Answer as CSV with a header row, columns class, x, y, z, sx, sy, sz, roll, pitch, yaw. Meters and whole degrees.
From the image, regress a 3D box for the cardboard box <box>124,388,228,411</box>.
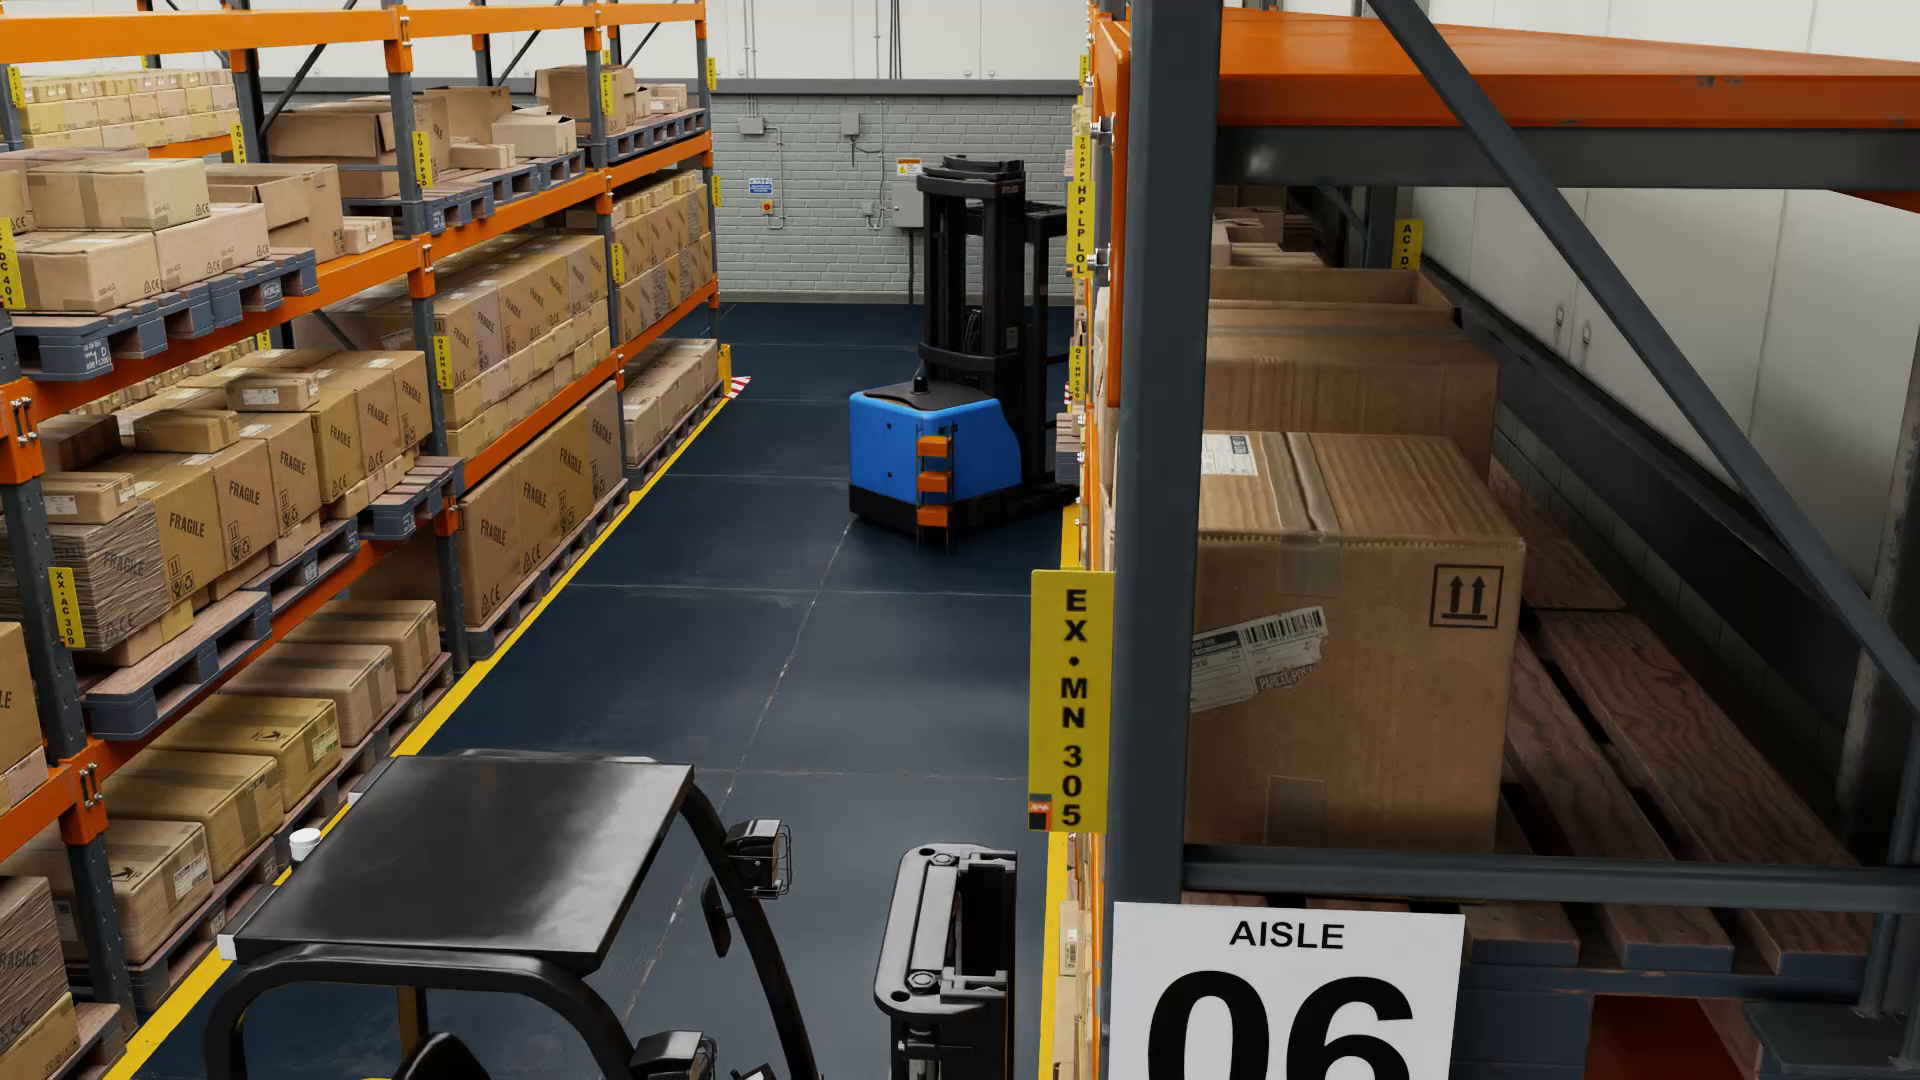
class,x,y,z,sx,sy,sz,roll,pitch,yaw
cardboard box,-4.032,-0.506,8.838,0.500,0.500,0.500,2,18,5

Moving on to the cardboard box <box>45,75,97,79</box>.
class,x,y,z,sx,sy,sz,roll,pitch,yaw
cardboard box,-8.469,-4.347,15.853,0.380,0.149,0.250,2,18,6

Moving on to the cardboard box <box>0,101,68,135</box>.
class,x,y,z,sx,sy,sz,roll,pitch,yaw
cardboard box,-8.091,-3.637,14.325,0.500,0.250,0.500,2,18,6

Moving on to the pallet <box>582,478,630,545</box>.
class,x,y,z,sx,sy,sz,roll,pitch,yaw
pallet,-3.401,-0.255,13.864,1.003,0.211,1.213,1,18,4

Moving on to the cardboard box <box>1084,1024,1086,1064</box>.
class,x,y,z,sx,sy,sz,roll,pitch,yaw
cardboard box,0.483,1.146,3.906,0.380,0.149,0.250,1,18,4

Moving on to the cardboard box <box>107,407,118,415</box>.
class,x,y,z,sx,sy,sz,roll,pitch,yaw
cardboard box,-8.110,-1.150,15.541,0.380,0.149,0.250,1,18,4

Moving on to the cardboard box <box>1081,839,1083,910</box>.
class,x,y,z,sx,sy,sz,roll,pitch,yaw
cardboard box,0.644,1.019,5.335,0.500,0.500,0.500,2,18,5

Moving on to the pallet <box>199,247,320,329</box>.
class,x,y,z,sx,sy,sz,roll,pitch,yaw
pallet,-3.772,-1.185,7.706,1.213,0.211,1.003,1,18,4

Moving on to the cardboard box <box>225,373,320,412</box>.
class,x,y,z,sx,sy,sz,roll,pitch,yaw
cardboard box,-3.543,-0.762,8.576,0.380,0.149,0.250,0,18,1

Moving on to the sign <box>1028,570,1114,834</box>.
class,x,y,z,sx,sy,sz,roll,pitch,yaw
sign,0.130,0.190,1.915,0.100,0.325,0.005,1,18,4

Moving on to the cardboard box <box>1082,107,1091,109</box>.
class,x,y,z,sx,sy,sz,roll,pitch,yaw
cardboard box,1.124,-3.239,12.765,0.380,0.149,0.250,2,18,5

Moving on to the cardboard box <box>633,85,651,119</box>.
class,x,y,z,sx,sy,sz,roll,pitch,yaw
cardboard box,-3.291,-4.231,16.008,0.500,0.311,0.500,2,18,5

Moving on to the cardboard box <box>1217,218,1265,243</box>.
class,x,y,z,sx,sy,sz,roll,pitch,yaw
cardboard box,1.167,-1.368,7.505,0.380,0.166,0.250,1,18,4

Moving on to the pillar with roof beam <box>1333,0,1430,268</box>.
class,x,y,z,sx,sy,sz,roll,pitch,yaw
pillar with roof beam,-2.244,-2.992,8.102,9.100,9.000,0.400,1,18,4

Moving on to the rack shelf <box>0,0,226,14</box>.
class,x,y,z,sx,sy,sz,roll,pitch,yaw
rack shelf,-8.222,-5.030,15.481,1.077,0.370,4.000,1,18,4

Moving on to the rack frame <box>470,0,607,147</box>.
class,x,y,z,sx,sy,sz,roll,pitch,yaw
rack frame,-3.420,-4.673,13.232,1.000,3.000,0.127,1,18,4

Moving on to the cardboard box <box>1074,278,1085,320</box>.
class,x,y,z,sx,sy,sz,roll,pitch,yaw
cardboard box,1.273,-1.814,13.307,0.700,0.500,0.500,2,18,5

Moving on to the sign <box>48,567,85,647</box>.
class,x,y,z,sx,sy,sz,roll,pitch,yaw
sign,-3.452,0.261,6.419,0.100,0.325,0.005,1,18,4

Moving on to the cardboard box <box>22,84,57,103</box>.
class,x,y,z,sx,sy,sz,roll,pitch,yaw
cardboard box,-8.050,-3.851,14.339,0.380,0.149,0.250,1,18,2

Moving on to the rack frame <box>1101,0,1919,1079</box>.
class,x,y,z,sx,sy,sz,roll,pitch,yaw
rack frame,0.670,-0.836,1.523,1.000,3.000,0.127,1,18,4

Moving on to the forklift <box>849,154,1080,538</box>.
class,x,y,z,sx,sy,sz,roll,pitch,yaw
forklift,0.493,-1.781,14.151,3.031,2.935,1.130,-16,24,-41

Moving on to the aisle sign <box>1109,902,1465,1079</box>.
class,x,y,z,sx,sy,sz,roll,pitch,yaw
aisle sign,0.373,0.793,2.010,0.394,0.787,0.004,1,18,4

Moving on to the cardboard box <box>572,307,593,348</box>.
class,x,y,z,sx,sy,sz,roll,pitch,yaw
cardboard box,-3.238,-1.690,13.203,0.500,0.250,0.500,2,18,5

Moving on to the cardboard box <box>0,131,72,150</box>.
class,x,y,z,sx,sy,sz,roll,pitch,yaw
cardboard box,-8.069,-3.393,14.384,0.500,0.250,0.500,2,18,7

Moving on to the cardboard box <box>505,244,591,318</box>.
class,x,y,z,sx,sy,sz,roll,pitch,yaw
cardboard box,-3.232,-2.039,13.063,0.500,0.500,0.500,2,18,5

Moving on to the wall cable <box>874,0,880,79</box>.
class,x,y,z,sx,sy,sz,roll,pitch,yaw
wall cable,-2.257,-7.670,22.380,2.355,3.000,0.029,1,18,4

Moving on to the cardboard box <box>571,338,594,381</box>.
class,x,y,z,sx,sy,sz,roll,pitch,yaw
cardboard box,-3.239,-1.447,13.264,0.500,0.250,0.500,1,18,3

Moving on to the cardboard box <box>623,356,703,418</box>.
class,x,y,z,sx,sy,sz,roll,pitch,yaw
cardboard box,-3.139,-1.555,16.790,0.875,0.438,0.875,2,18,5

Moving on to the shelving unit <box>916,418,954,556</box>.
class,x,y,z,sx,sy,sz,roll,pitch,yaw
shelving unit,-0.194,-0.413,12.997,0.252,1.050,0.215,4,19,12

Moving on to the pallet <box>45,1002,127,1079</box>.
class,x,y,z,sx,sy,sz,roll,pitch,yaw
pallet,-4.007,2.197,6.378,1.003,0.211,1.213,1,18,4

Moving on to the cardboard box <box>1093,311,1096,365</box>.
class,x,y,z,sx,sy,sz,roll,pitch,yaw
cardboard box,0.622,-0.648,5.335,0.380,0.149,0.250,2,18,5

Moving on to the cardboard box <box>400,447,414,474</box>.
class,x,y,z,sx,sy,sz,roll,pitch,yaw
cardboard box,-3.443,-0.468,9.762,0.380,0.149,0.250,2,18,5

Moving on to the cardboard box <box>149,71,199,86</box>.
class,x,y,z,sx,sy,sz,roll,pitch,yaw
cardboard box,-7.942,-4.661,16.809,0.380,0.149,0.250,1,18,2

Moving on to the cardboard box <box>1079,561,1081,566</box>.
class,x,y,z,sx,sy,sz,roll,pitch,yaw
cardboard box,0.767,0.288,7.165,0.500,0.250,0.500,1,18,2

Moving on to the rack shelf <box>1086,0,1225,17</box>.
class,x,y,z,sx,sy,sz,roll,pitch,yaw
rack shelf,1.674,-4.841,14.905,1.077,0.370,4.000,1,18,4

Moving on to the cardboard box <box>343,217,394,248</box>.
class,x,y,z,sx,sy,sz,roll,pitch,yaw
cardboard box,-3.520,-1.783,9.634,0.380,0.149,0.250,1,18,4

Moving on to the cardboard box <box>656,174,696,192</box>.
class,x,y,z,sx,sy,sz,roll,pitch,yaw
cardboard box,-2.888,-3.618,16.838,0.380,0.149,0.250,1,18,3

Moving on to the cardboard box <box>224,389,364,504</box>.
class,x,y,z,sx,sy,sz,roll,pitch,yaw
cardboard box,-3.524,-0.503,8.828,0.500,0.500,0.500,0,18,0

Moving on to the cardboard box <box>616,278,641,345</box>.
class,x,y,z,sx,sy,sz,roll,pitch,yaw
cardboard box,-3.126,-2.009,14.577,0.500,0.500,0.500,2,18,6

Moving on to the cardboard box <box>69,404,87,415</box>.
class,x,y,z,sx,sy,sz,roll,pitch,yaw
cardboard box,-8.134,-1.131,15.006,0.380,0.149,0.250,2,18,6

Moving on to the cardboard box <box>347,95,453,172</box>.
class,x,y,z,sx,sy,sz,roll,pitch,yaw
cardboard box,-3.870,-2.806,11.517,0.500,0.500,0.500,1,18,4

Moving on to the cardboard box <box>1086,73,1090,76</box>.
class,x,y,z,sx,sy,sz,roll,pitch,yaw
cardboard box,1.480,-4.398,16.170,0.500,0.250,0.500,1,18,4

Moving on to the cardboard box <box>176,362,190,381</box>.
class,x,y,z,sx,sy,sz,roll,pitch,yaw
cardboard box,-8.006,-1.698,16.735,0.380,0.149,0.250,1,18,2

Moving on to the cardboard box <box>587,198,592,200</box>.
class,x,y,z,sx,sy,sz,roll,pitch,yaw
cardboard box,-3.579,-3.070,15.166,0.380,0.149,0.250,1,18,3

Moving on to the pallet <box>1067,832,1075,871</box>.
class,x,y,z,sx,sy,sz,roll,pitch,yaw
pallet,1.056,1.488,8.543,1.003,0.211,1.213,1,18,4

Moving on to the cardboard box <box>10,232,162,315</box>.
class,x,y,z,sx,sy,sz,roll,pitch,yaw
cardboard box,-3.552,-1.063,6.601,0.500,0.250,0.500,1,18,2

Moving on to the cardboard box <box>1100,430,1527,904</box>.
class,x,y,z,sx,sy,sz,roll,pitch,yaw
cardboard box,0.459,0.152,2.330,0.500,0.500,0.500,2,18,6

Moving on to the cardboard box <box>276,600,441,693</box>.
class,x,y,z,sx,sy,sz,roll,pitch,yaw
cardboard box,-3.758,0.645,10.183,0.950,0.372,0.625,0,18,0

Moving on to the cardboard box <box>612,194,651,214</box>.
class,x,y,z,sx,sy,sz,roll,pitch,yaw
cardboard box,-3.033,-3.063,15.145,0.380,0.149,0.250,1,18,2

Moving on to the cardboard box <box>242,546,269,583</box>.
class,x,y,z,sx,sy,sz,roll,pitch,yaw
cardboard box,-3.589,0.095,8.044,0.380,0.149,0.250,1,18,4

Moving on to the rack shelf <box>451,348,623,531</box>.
class,x,y,z,sx,sy,sz,roll,pitch,yaw
rack shelf,-3.564,-0.859,12.382,1.077,0.370,4.000,1,18,4

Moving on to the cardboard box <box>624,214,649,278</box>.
class,x,y,z,sx,sy,sz,roll,pitch,yaw
cardboard box,-3.102,-2.644,14.908,0.500,0.500,0.500,1,18,3

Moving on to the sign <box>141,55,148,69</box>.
class,x,y,z,sx,sy,sz,roll,pitch,yaw
sign,-8.619,-4.996,17.632,0.100,0.325,0.005,1,18,4

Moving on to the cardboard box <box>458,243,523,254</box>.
class,x,y,z,sx,sy,sz,roll,pitch,yaw
cardboard box,-3.748,-2.056,13.113,0.500,0.500,0.500,1,18,4

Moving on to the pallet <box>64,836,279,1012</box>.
class,x,y,z,sx,sy,sz,roll,pitch,yaw
pallet,-3.940,1.746,7.755,1.003,0.211,1.213,1,18,4

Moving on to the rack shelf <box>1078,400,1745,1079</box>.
class,x,y,z,sx,sy,sz,roll,pitch,yaw
rack shelf,0.814,0.310,3.998,1.077,0.370,4.000,1,18,4
